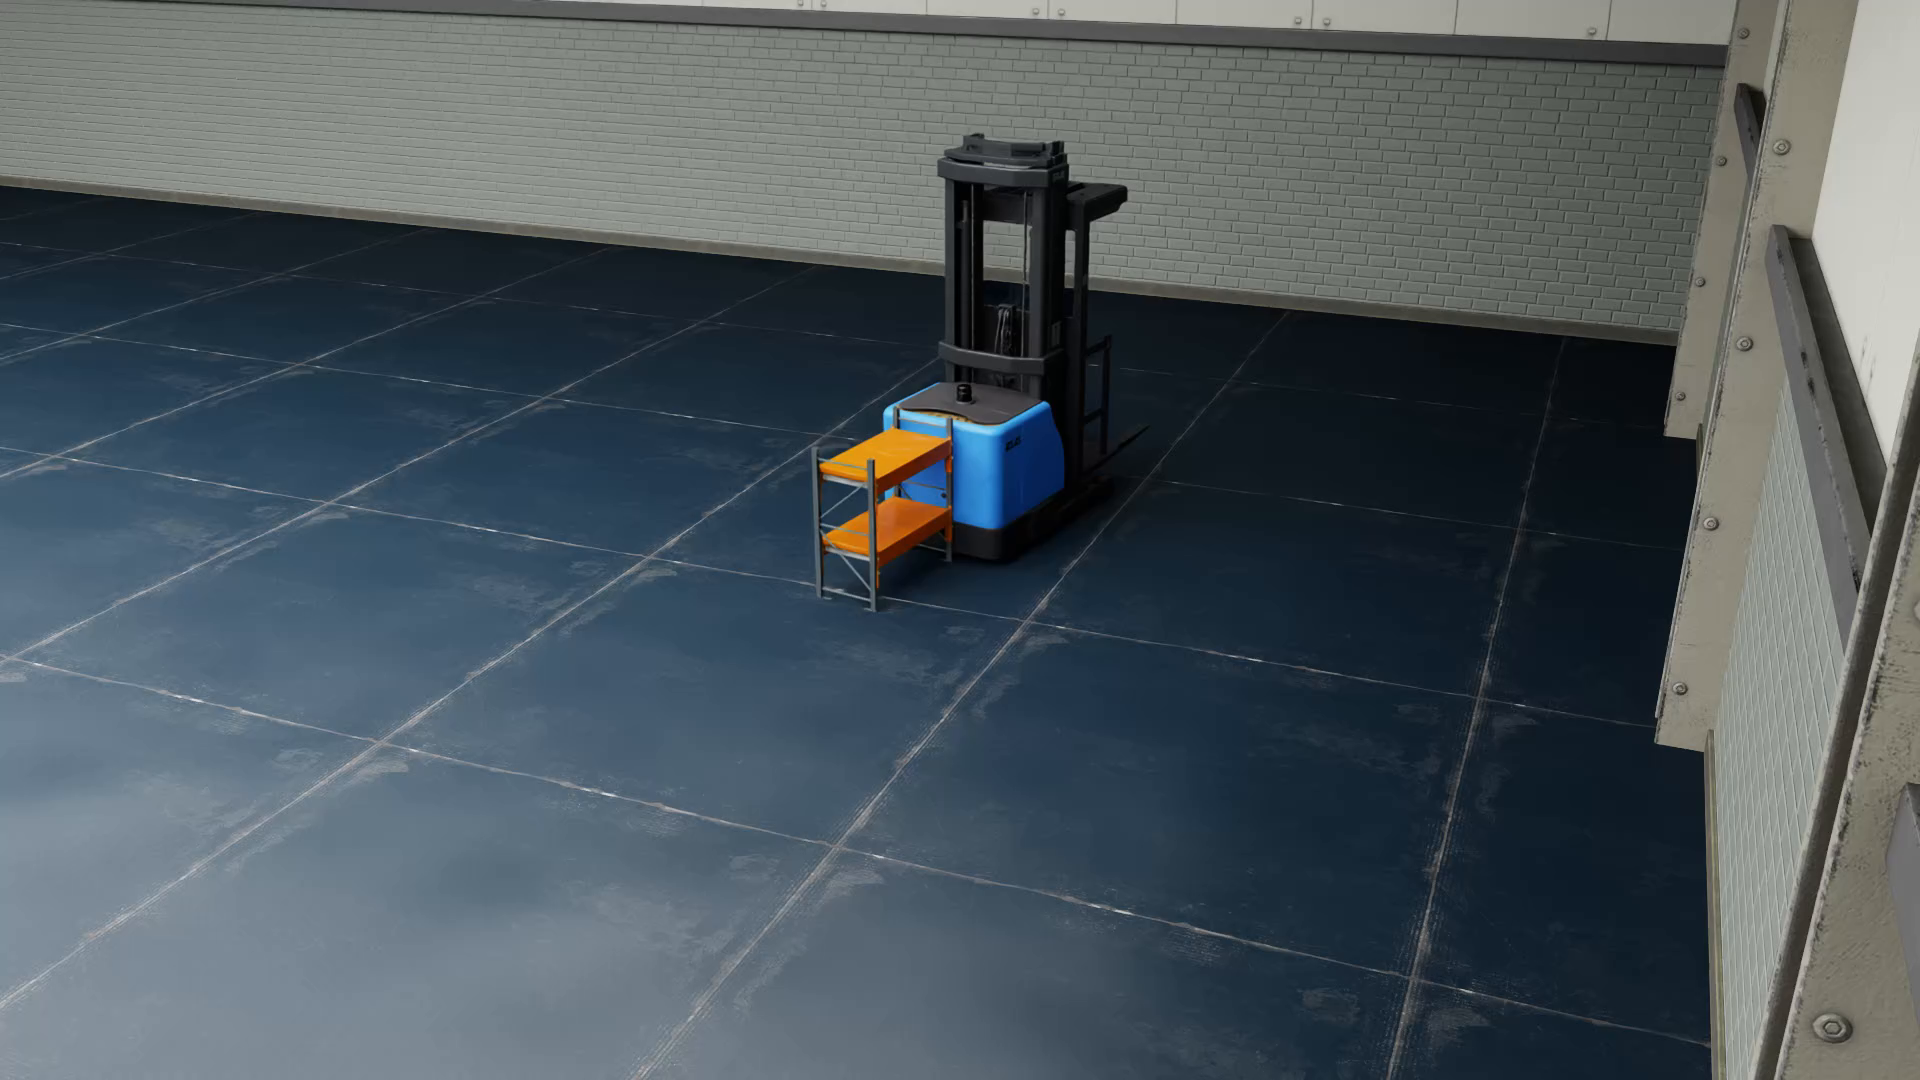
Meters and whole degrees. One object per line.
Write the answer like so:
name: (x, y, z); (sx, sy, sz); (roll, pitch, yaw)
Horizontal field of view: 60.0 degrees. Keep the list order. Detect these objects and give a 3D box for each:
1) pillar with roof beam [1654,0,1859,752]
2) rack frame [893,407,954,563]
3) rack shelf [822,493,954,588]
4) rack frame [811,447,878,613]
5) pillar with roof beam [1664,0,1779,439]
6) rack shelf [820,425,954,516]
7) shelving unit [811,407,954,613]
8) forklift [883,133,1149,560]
pillar with roof beam: (0.340, -3.612, 9.721); (9.100, 9.000, 0.400); (9, 24, 20)
rack frame: (-0.271, -0.403, 12.255); (0.500, 1.125, 0.032); (13, 26, 28)
rack shelf: (-0.531, -0.009, 11.946); (0.538, 0.278, 1.000); (13, 26, 28)
rack frame: (-0.791, -0.066, 11.448); (0.500, 1.125, 0.032); (13, 26, 28)
pillar with roof beam: (2.568, -5.759, 14.862); (9.100, 9.000, 0.400); (9, 24, 20)
rack shelf: (-0.531, -0.504, 11.739); (0.538, 0.278, 1.000); (13, 26, 28)
shelving unit: (-0.531, -0.234, 11.851); (0.538, 1.125, 1.048); (13, 26, 28)
forklift: (0.603, -1.729, 13.086); (1.130, 2.935, 3.031); (13, 26, 28)
